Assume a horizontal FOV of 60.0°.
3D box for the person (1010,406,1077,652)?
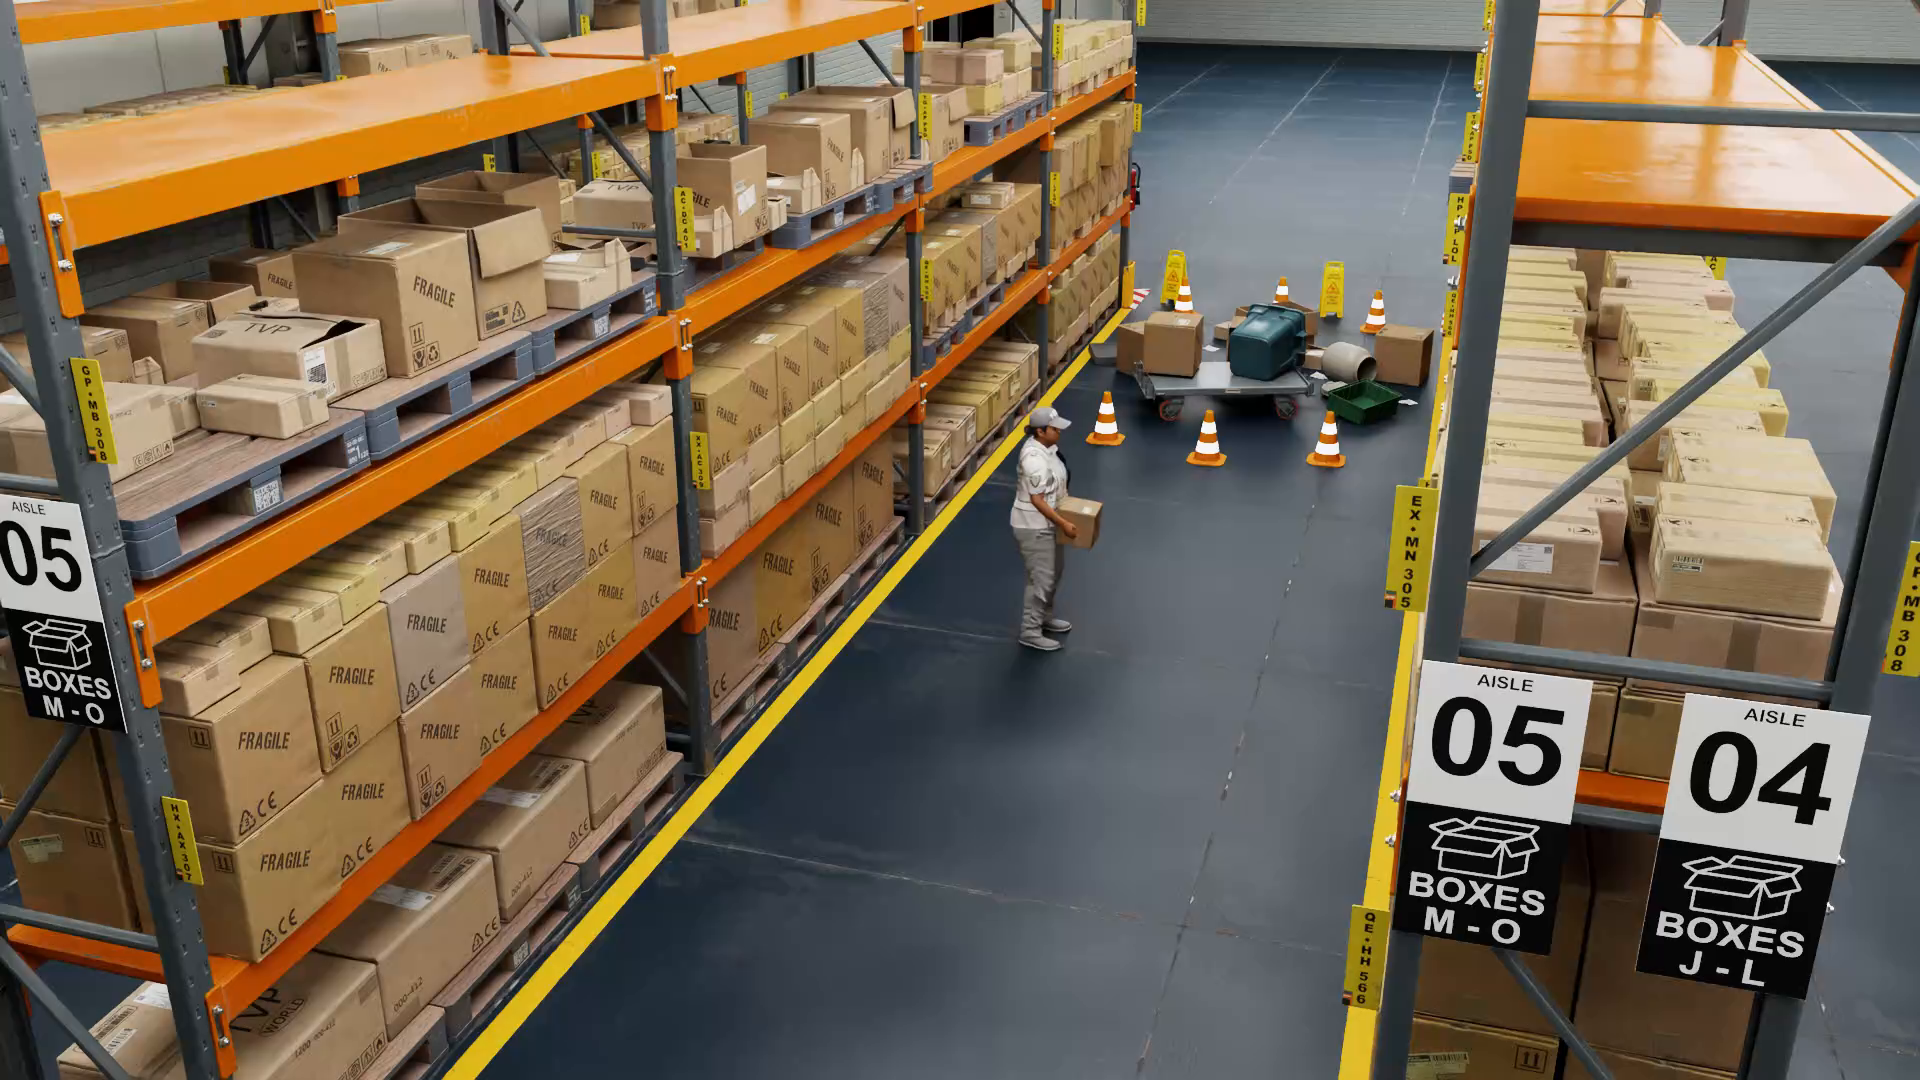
[{"bbox_3d":[0.597,-0.101,11.322,0.490,1.671,0.493,6,23,15],"label":"person"}]
